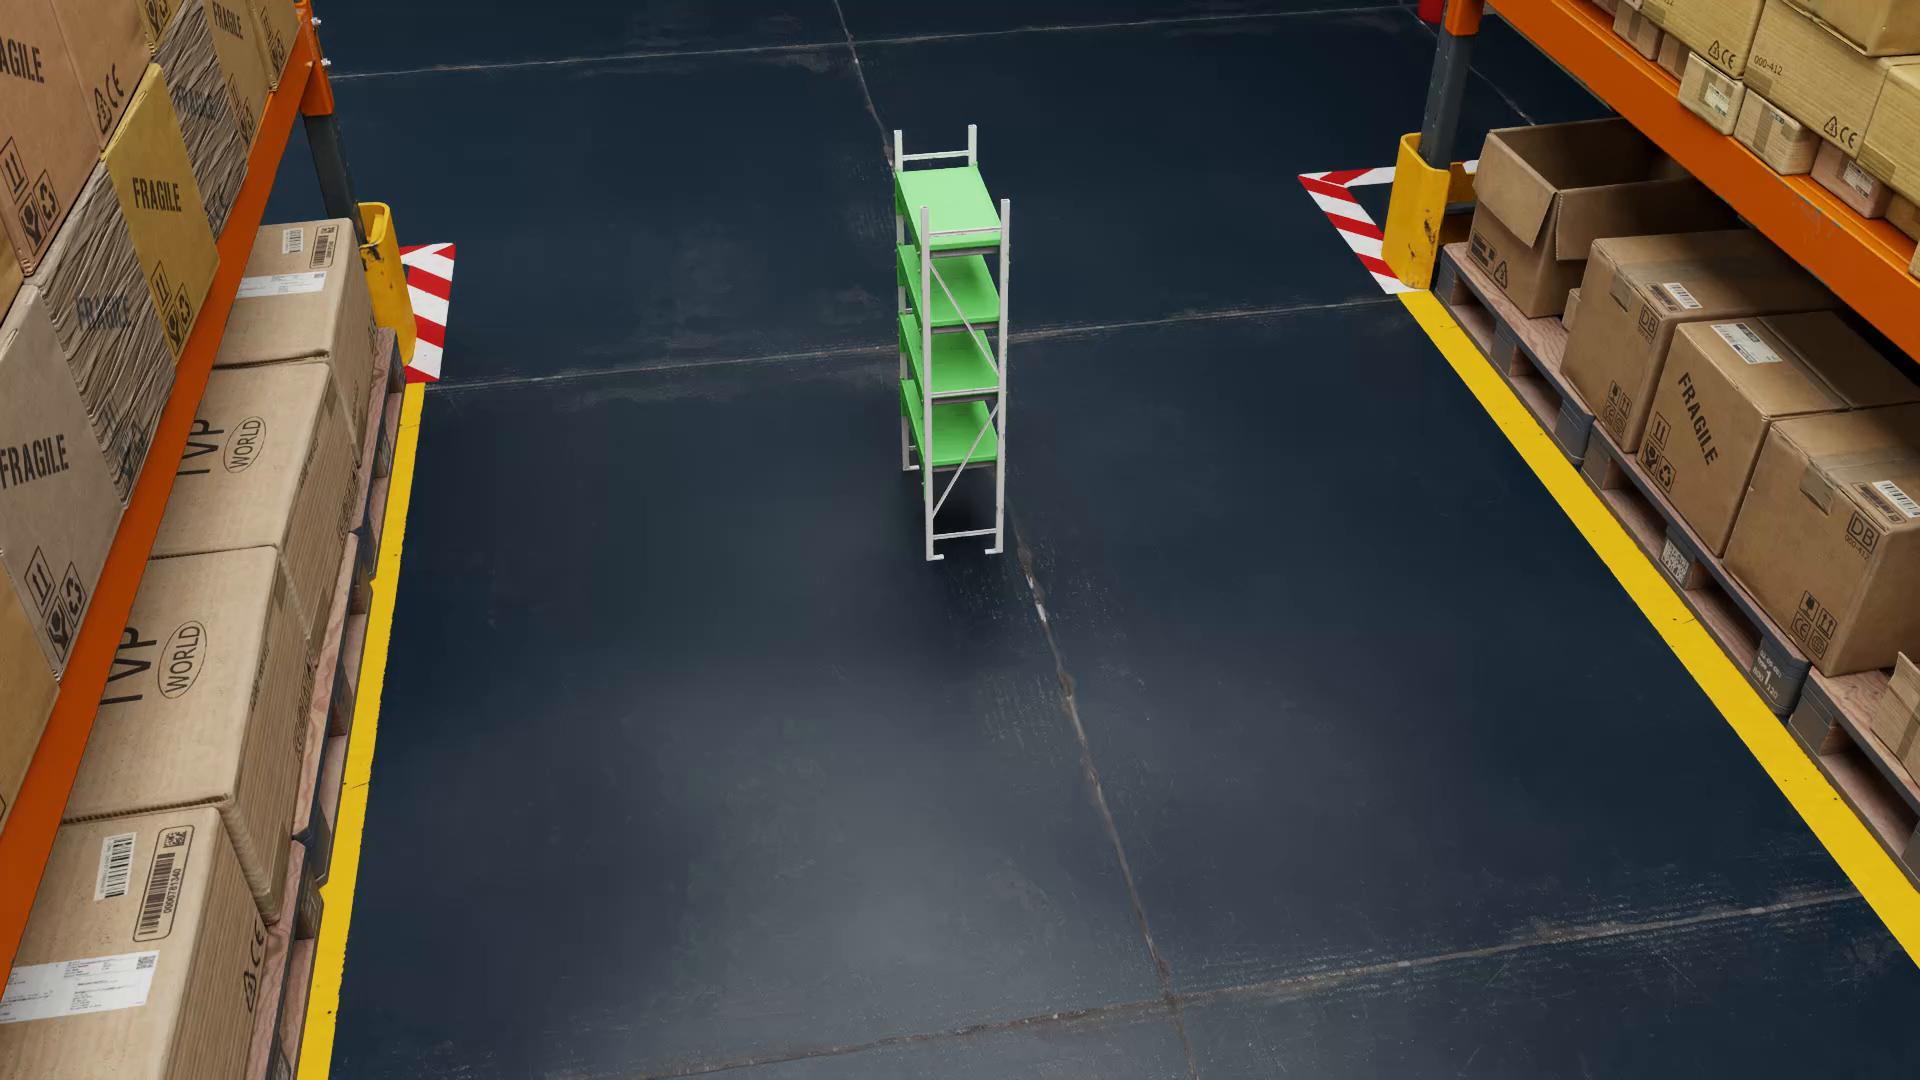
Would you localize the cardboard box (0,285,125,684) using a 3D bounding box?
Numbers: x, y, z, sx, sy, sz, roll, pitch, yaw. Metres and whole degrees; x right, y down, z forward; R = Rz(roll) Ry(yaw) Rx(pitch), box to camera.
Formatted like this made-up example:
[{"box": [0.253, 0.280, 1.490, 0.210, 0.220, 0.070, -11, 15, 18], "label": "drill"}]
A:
[{"box": [-1.808, -0.074, 2.819, 0.500, 0.500, 0.500, -6, 38, -8], "label": "cardboard box"}]

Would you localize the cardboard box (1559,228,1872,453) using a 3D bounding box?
[{"box": [2.411, -0.649, 5.336, 0.700, 0.500, 0.500, -5, 38, -6], "label": "cardboard box"}]

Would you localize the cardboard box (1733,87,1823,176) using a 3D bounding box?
[{"box": [2.317, -1.103, 4.429, 0.380, 0.149, 0.250, -5, 38, -7], "label": "cardboard box"}]

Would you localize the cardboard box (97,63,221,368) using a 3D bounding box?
[{"box": [-1.979, -0.686, 3.607, 0.500, 0.500, 0.500, -5, 38, -7], "label": "cardboard box"}]

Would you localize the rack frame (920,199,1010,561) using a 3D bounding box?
[{"box": [0.014, -0.426, 4.821, 0.240, 1.200, 0.015, -6, 38, -8], "label": "rack frame"}]

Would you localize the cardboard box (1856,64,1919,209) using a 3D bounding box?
[{"box": [2.481, -0.898, 3.840, 0.500, 0.250, 0.500, -6, 38, -8], "label": "cardboard box"}]

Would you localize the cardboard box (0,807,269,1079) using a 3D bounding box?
[{"box": [-1.903, 1.037, 3.217, 0.875, 0.438, 0.875, -7, 38, -9], "label": "cardboard box"}]

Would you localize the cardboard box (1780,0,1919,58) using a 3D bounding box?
[{"box": [2.364, -1.516, 4.025, 0.500, 0.500, 0.500, -5, 38, -7], "label": "cardboard box"}]

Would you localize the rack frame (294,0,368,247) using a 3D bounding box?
[{"box": [-2.600, -1.834, 5.166, 1.000, 3.000, 0.127, -6, 38, -8], "label": "rack frame"}]

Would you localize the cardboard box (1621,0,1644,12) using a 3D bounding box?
[{"box": [2.189, -1.821, 5.029, 0.500, 0.250, 0.500, -6, 38, -7], "label": "cardboard box"}]

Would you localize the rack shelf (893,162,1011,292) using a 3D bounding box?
[{"box": [-0.029, -0.902, 4.755, 0.258, 0.148, 0.480, -6, 38, -8], "label": "rack shelf"}]

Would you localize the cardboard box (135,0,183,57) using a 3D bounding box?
[{"box": [-2.077, -1.392, 3.700, 0.500, 0.500, 0.500, -6, 38, -8], "label": "cardboard box"}]

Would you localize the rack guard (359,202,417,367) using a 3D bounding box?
[{"box": [-2.604, -0.862, 5.952, 1.175, 0.500, 0.348, -6, 38, -8], "label": "rack guard"}]

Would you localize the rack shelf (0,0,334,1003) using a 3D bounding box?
[{"box": [-2.250, -0.342, 3.832, 1.077, 0.370, 4.000, -6, 38, -8], "label": "rack shelf"}]

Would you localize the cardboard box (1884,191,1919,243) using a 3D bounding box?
[{"box": [2.519, -0.811, 4.053, 0.380, 0.149, 0.250, -6, 38, -7], "label": "cardboard box"}]

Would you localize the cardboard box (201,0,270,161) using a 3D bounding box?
[{"box": [-2.182, -1.306, 4.405, 0.500, 0.500, 0.500, -7, 38, -9], "label": "cardboard box"}]

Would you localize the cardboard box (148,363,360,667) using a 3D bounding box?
[{"box": [-2.217, -0.049, 4.614, 0.875, 0.438, 0.875, -5, 38, -7], "label": "cardboard box"}]

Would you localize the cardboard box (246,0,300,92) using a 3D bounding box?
[{"box": [-2.255, -1.611, 4.797, 0.500, 0.500, 0.500, -6, 38, -8], "label": "cardboard box"}]

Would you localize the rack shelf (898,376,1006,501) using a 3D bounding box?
[{"box": [-0.029, -0.334, 5.197, 0.258, 0.148, 0.480, -6, 38, -8], "label": "rack shelf"}]

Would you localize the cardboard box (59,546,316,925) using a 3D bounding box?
[{"box": [-2.061, 0.496, 3.912, 0.875, 0.438, 0.875, -7, 38, -9], "label": "cardboard box"}]

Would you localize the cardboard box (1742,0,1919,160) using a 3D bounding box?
[{"box": [2.392, -1.209, 4.241, 0.500, 0.250, 0.500, -7, 38, -9], "label": "cardboard box"}]

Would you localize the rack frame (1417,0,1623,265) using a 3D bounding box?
[{"box": [2.286, -2.370, 5.856, 1.000, 3.000, 0.127, -6, 38, -8], "label": "rack frame"}]

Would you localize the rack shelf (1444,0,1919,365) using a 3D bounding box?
[{"box": [2.637, -0.878, 4.522, 1.077, 0.370, 4.000, -6, 38, -8], "label": "rack shelf"}]

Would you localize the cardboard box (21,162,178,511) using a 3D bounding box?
[{"box": [-1.888, -0.375, 3.206, 0.500, 0.500, 0.500, -6, 38, -8], "label": "cardboard box"}]

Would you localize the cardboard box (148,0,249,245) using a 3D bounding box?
[{"box": [-2.082, -0.997, 4.006, 0.500, 0.500, 0.500, -5, 38, -7], "label": "cardboard box"}]

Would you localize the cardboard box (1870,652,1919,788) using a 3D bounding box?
[{"box": [2.538, 0.439, 4.126, 0.396, 0.266, 0.258, -5, 38, -6], "label": "cardboard box"}]

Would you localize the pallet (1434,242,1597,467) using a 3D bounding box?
[{"box": [2.440, -0.742, 6.033, 1.003, 0.211, 1.213, -6, 38, -8], "label": "pallet"}]

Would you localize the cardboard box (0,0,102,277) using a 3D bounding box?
[{"box": [-1.905, -0.783, 2.916, 0.500, 0.500, 0.500, -6, 38, -7], "label": "cardboard box"}]

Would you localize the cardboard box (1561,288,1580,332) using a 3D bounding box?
[{"box": [2.336, -0.770, 5.778, 0.380, 0.149, 0.250, -8, 38, -10], "label": "cardboard box"}]

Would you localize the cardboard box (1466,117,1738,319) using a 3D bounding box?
[{"box": [2.300, -1.171, 6.005, 0.797, 0.503, 0.637, -8, 38, -10], "label": "cardboard box"}]

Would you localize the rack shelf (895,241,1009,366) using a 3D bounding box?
[{"box": [-0.029, -0.713, 4.903, 0.258, 0.148, 0.480, -6, 38, -8], "label": "rack shelf"}]

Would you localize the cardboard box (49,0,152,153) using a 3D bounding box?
[{"box": [-1.991, -1.088, 3.308, 0.500, 0.500, 0.500, -6, 38, -8], "label": "cardboard box"}]

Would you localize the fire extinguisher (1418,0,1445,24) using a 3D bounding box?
[{"box": [1.805, -2.232, 6.045, 0.296, 0.674, 0.183, -6, 38, -8], "label": "fire extinguisher"}]

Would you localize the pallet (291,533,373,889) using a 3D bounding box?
[{"box": [-2.172, 0.477, 4.464, 1.003, 0.211, 1.213, -6, 38, -8], "label": "pallet"}]

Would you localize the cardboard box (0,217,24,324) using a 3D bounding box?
[{"box": [-1.826, -0.472, 2.516, 0.500, 0.500, 0.500, -7, 38, -9], "label": "cardboard box"}]

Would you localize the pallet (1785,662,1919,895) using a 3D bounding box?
[{"box": [2.868, 0.732, 4.136, 1.003, 0.211, 1.213, -6, 38, -8], "label": "pallet"}]

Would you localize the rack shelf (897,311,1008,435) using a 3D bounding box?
[{"box": [-0.029, -0.523, 5.050, 0.258, 0.148, 0.480, -6, 38, -8], "label": "rack shelf"}]

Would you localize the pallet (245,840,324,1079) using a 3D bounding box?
[{"box": [-1.955, 1.215, 3.514, 1.003, 0.211, 1.213, -6, 38, -8], "label": "pallet"}]

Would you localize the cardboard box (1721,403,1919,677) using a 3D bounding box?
[{"box": [2.593, -0.022, 4.529, 0.700, 0.500, 0.500, -8, 38, -10], "label": "cardboard box"}]

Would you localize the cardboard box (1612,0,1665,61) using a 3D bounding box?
[{"box": [2.228, -1.580, 5.044, 0.380, 0.149, 0.250, -5, 38, -7], "label": "cardboard box"}]

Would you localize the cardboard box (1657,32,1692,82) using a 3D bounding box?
[{"box": [2.280, -1.421, 4.838, 0.380, 0.149, 0.250, -6, 38, -7], "label": "cardboard box"}]

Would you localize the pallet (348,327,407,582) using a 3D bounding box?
[{"box": [-2.383, -0.259, 5.411, 1.003, 0.211, 1.213, -6, 38, -8], "label": "pallet"}]

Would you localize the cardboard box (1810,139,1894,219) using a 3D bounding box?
[{"box": [2.430, -0.955, 4.239, 0.380, 0.149, 0.250, -6, 38, -8], "label": "cardboard box"}]

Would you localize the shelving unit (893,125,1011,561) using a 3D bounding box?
[{"box": [-0.029, -0.574, 5.011, 0.258, 1.200, 0.503, -6, 38, -8], "label": "shelving unit"}]

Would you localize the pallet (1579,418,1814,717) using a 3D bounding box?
[{"box": [2.651, -0.007, 5.087, 1.003, 0.211, 1.213, -6, 38, -8], "label": "pallet"}]

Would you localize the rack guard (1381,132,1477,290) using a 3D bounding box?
[{"box": [2.299, -1.337, 6.564, 1.175, 0.500, 0.348, -6, 38, -8], "label": "rack guard"}]

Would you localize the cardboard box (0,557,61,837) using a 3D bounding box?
[{"box": [-1.723, 0.231, 2.427, 0.500, 0.500, 0.500, -5, 38, -6], "label": "cardboard box"}]

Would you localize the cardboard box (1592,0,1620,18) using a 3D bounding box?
[{"box": [2.244, -1.740, 5.249, 0.380, 0.149, 0.250, -7, 38, -9], "label": "cardboard box"}]

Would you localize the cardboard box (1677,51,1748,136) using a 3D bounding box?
[{"box": [2.250, -1.260, 4.631, 0.380, 0.149, 0.250, -7, 38, -9], "label": "cardboard box"}]

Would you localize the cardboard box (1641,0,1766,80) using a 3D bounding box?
[{"box": [2.281, -1.515, 4.635, 0.500, 0.250, 0.500, -7, 38, -9], "label": "cardboard box"}]

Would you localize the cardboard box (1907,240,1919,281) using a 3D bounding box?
[{"box": [2.455, -0.643, 3.837, 0.380, 0.149, 0.250, -7, 38, -9], "label": "cardboard box"}]

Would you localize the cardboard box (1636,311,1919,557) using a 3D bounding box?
[{"box": [2.406, -0.319, 4.911, 0.500, 0.500, 0.500, -6, 38, -7], "label": "cardboard box"}]

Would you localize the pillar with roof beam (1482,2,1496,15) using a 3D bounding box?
[{"box": [-1.538, -6.002, 5.641, 9.100, 9.000, 0.400, -6, 38, -8], "label": "pillar with roof beam"}]

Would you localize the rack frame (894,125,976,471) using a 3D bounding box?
[{"box": [-0.072, -0.721, 5.200, 0.240, 1.200, 0.015, -6, 38, -8], "label": "rack frame"}]

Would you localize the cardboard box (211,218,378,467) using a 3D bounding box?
[{"box": [-2.386, -0.601, 5.324, 0.875, 0.438, 0.875, -7, 38, -9], "label": "cardboard box"}]
